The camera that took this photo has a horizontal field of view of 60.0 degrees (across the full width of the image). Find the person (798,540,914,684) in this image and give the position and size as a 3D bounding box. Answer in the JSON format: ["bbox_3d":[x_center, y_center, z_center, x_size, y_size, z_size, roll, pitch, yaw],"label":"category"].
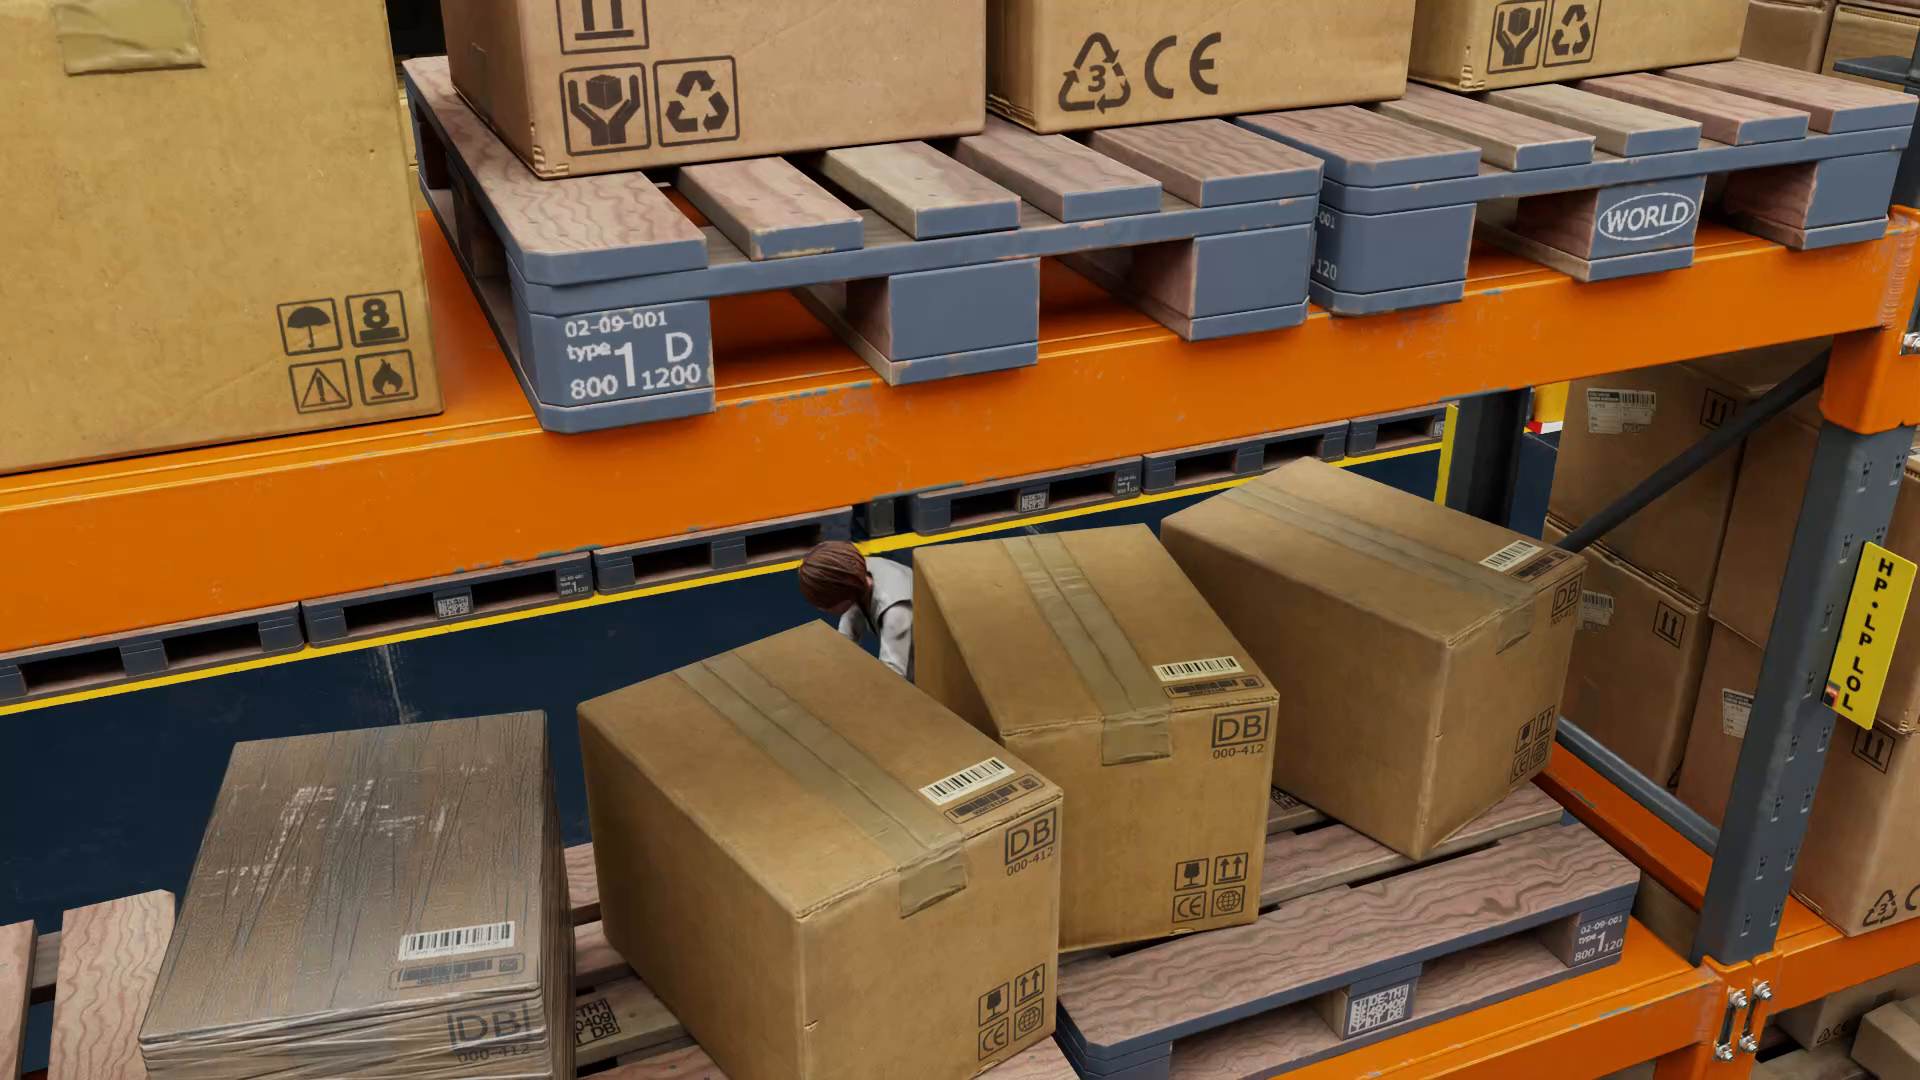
[{"bbox_3d":[-0.182,0.503,5.578,0.714,1.186,0.461,-11,28,-20],"label":"person"}]
